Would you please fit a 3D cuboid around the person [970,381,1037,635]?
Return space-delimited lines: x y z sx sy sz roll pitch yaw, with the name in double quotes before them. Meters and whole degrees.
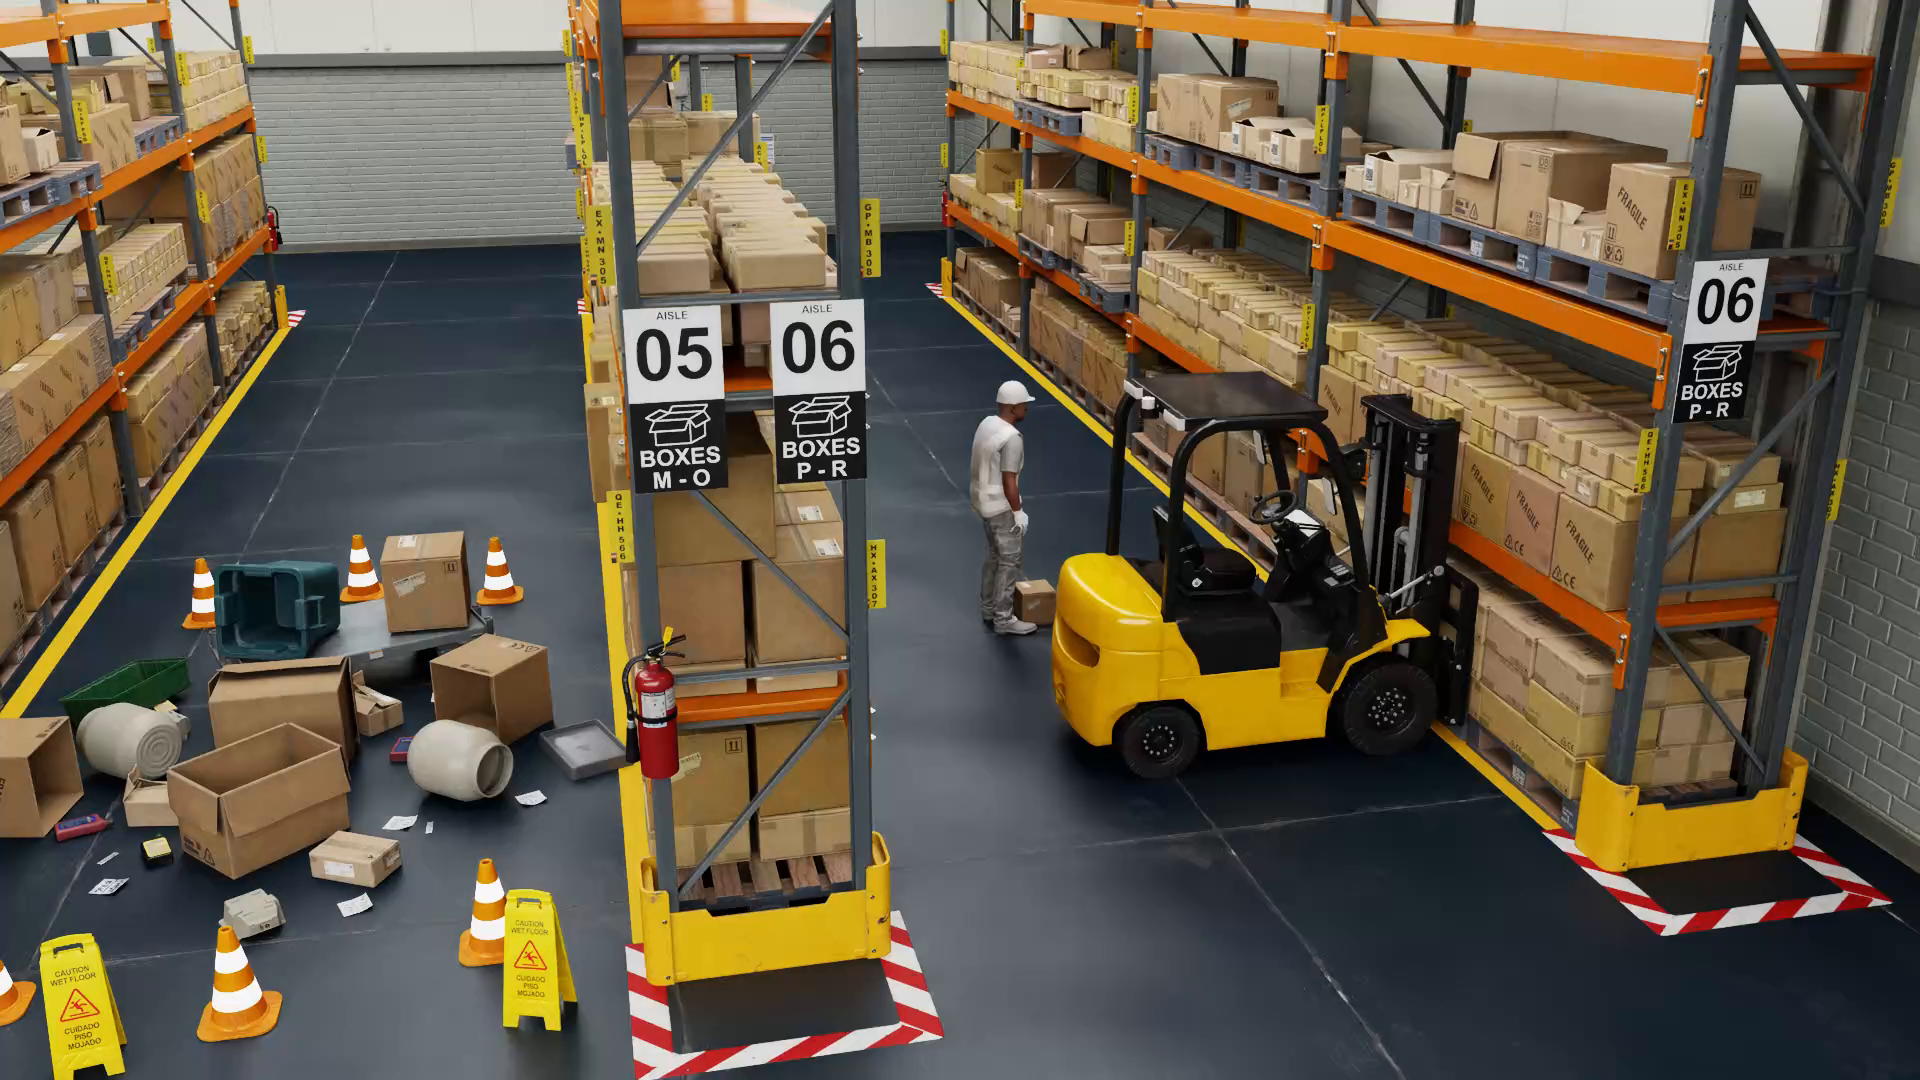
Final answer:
"person" 0.310 -0.245 11.747 0.448 1.773 0.628 -6 20 -16
